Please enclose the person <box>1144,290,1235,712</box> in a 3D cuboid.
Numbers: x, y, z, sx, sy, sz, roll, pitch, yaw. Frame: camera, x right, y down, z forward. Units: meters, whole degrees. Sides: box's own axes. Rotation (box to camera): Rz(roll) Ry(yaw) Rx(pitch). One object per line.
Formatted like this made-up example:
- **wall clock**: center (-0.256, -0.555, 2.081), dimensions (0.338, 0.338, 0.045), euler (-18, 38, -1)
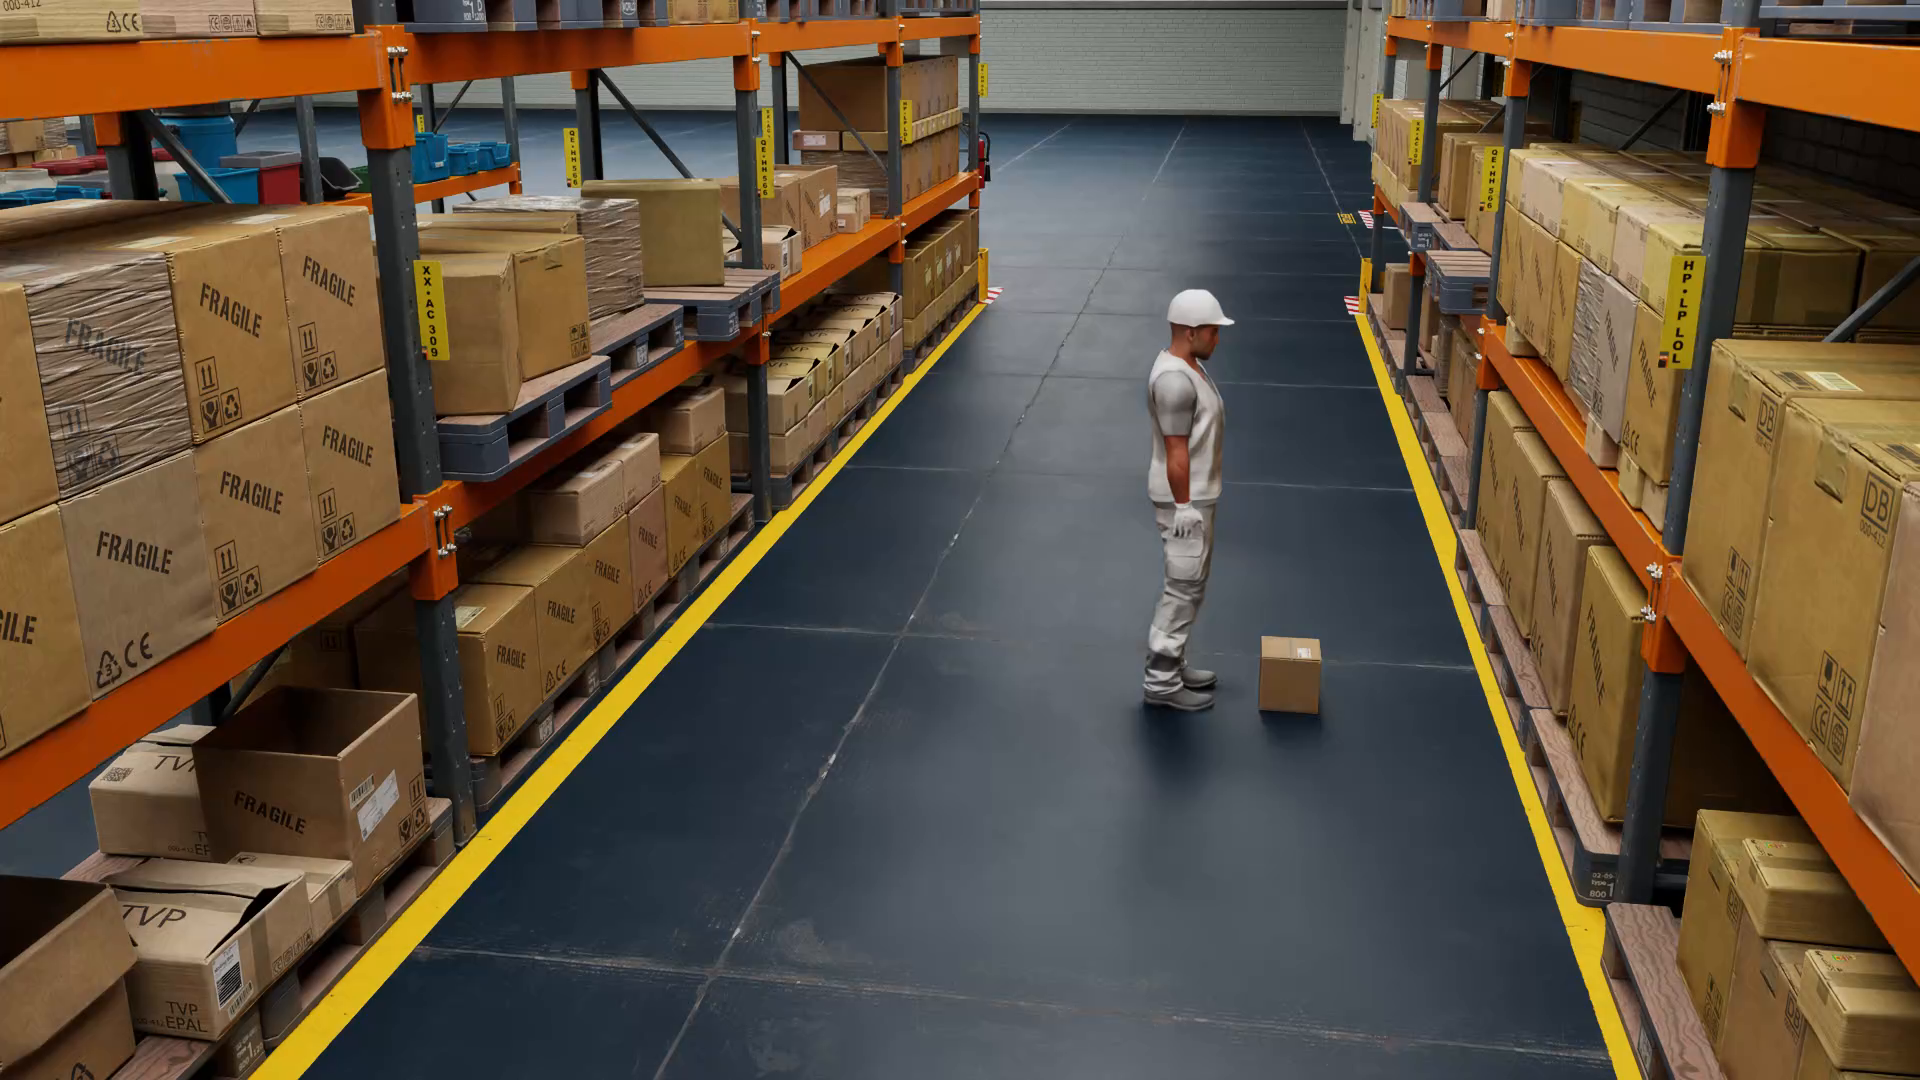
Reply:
- **person**: center (0.957, -0.175, 7.077), dimensions (0.345, 1.782, 0.527), euler (3, 18, 10)
